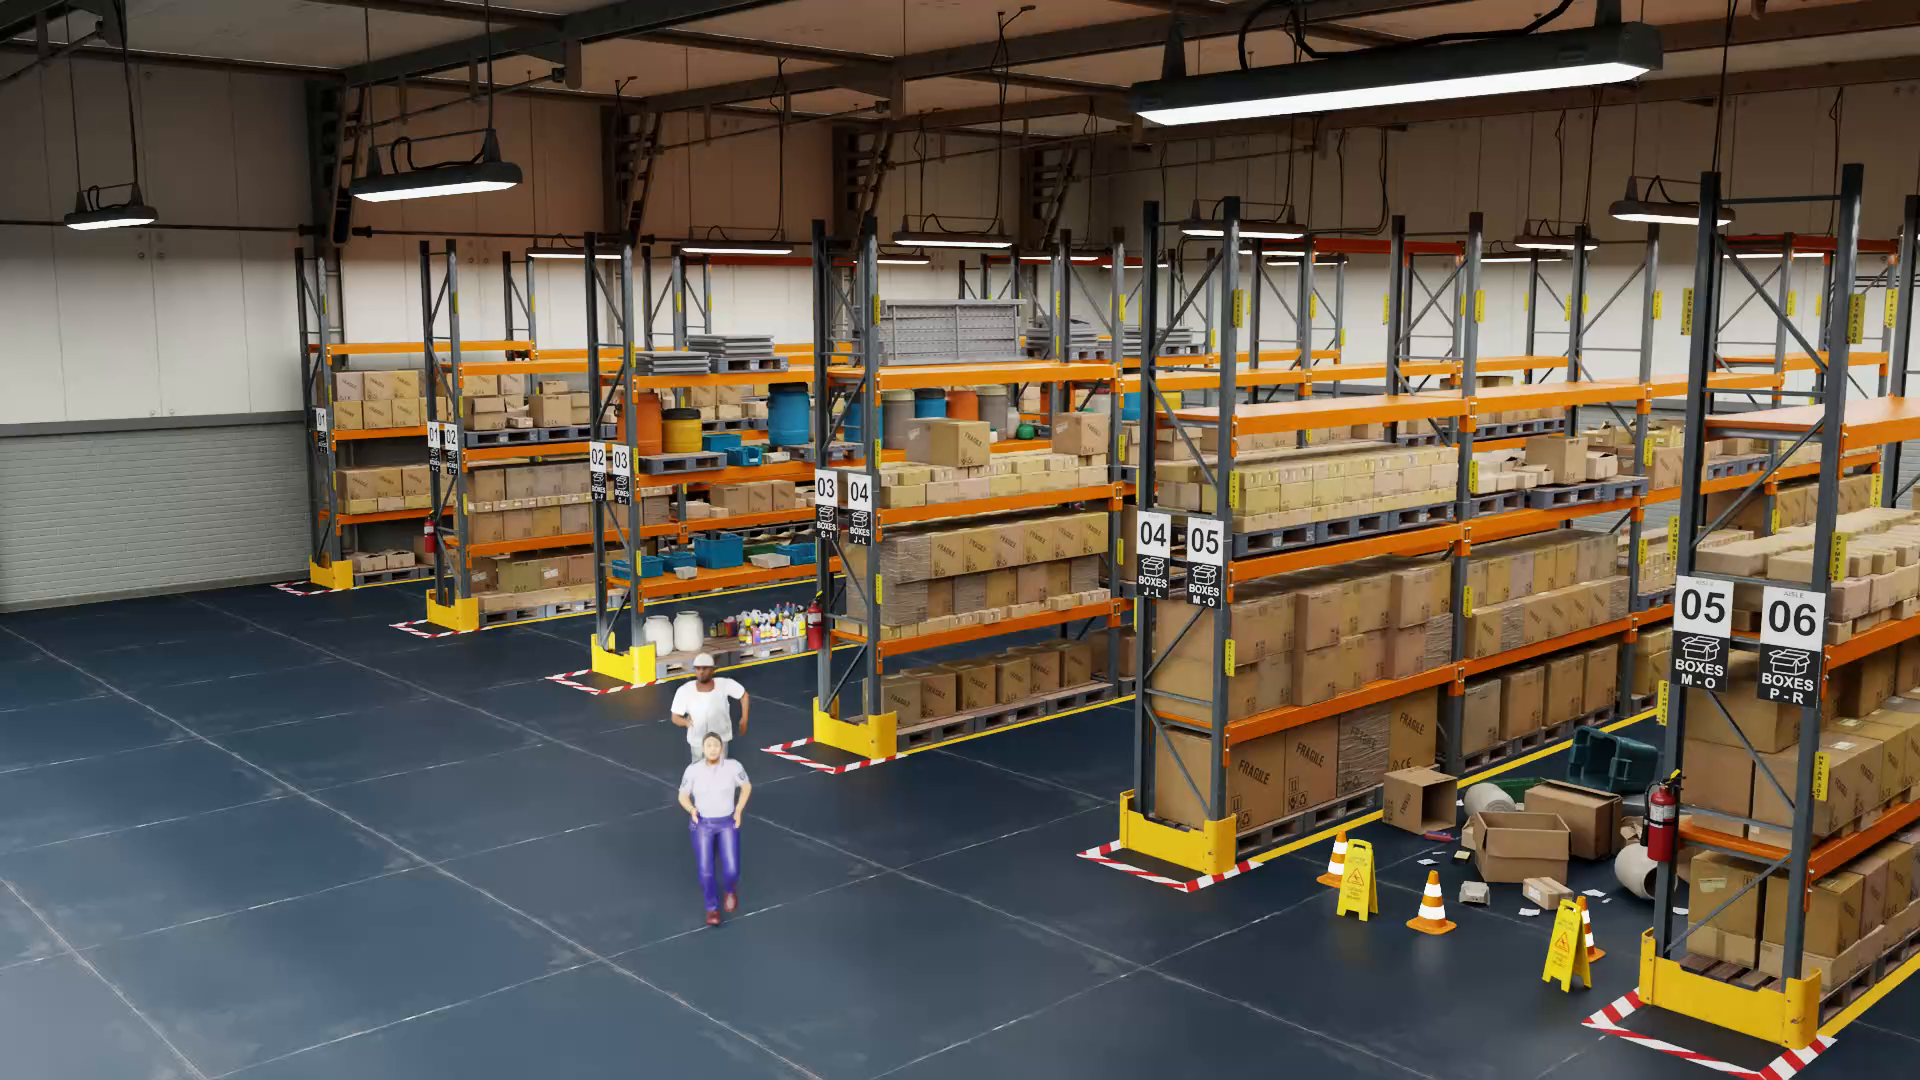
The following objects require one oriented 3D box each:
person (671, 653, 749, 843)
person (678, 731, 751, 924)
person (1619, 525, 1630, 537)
[{"bbox_3d":[-2.407,1.966,16.015,0.704,1.818,0.896,0,8,-1],"label":"person"},{"bbox_3d":[-2.012,2.380,13.691,0.598,1.601,0.536,-1,8,-8],"label":"person"},{"bbox_3d":[10.035,0.623,25.191,0.668,1.724,0.707,-7,11,-40],"label":"person"}]
